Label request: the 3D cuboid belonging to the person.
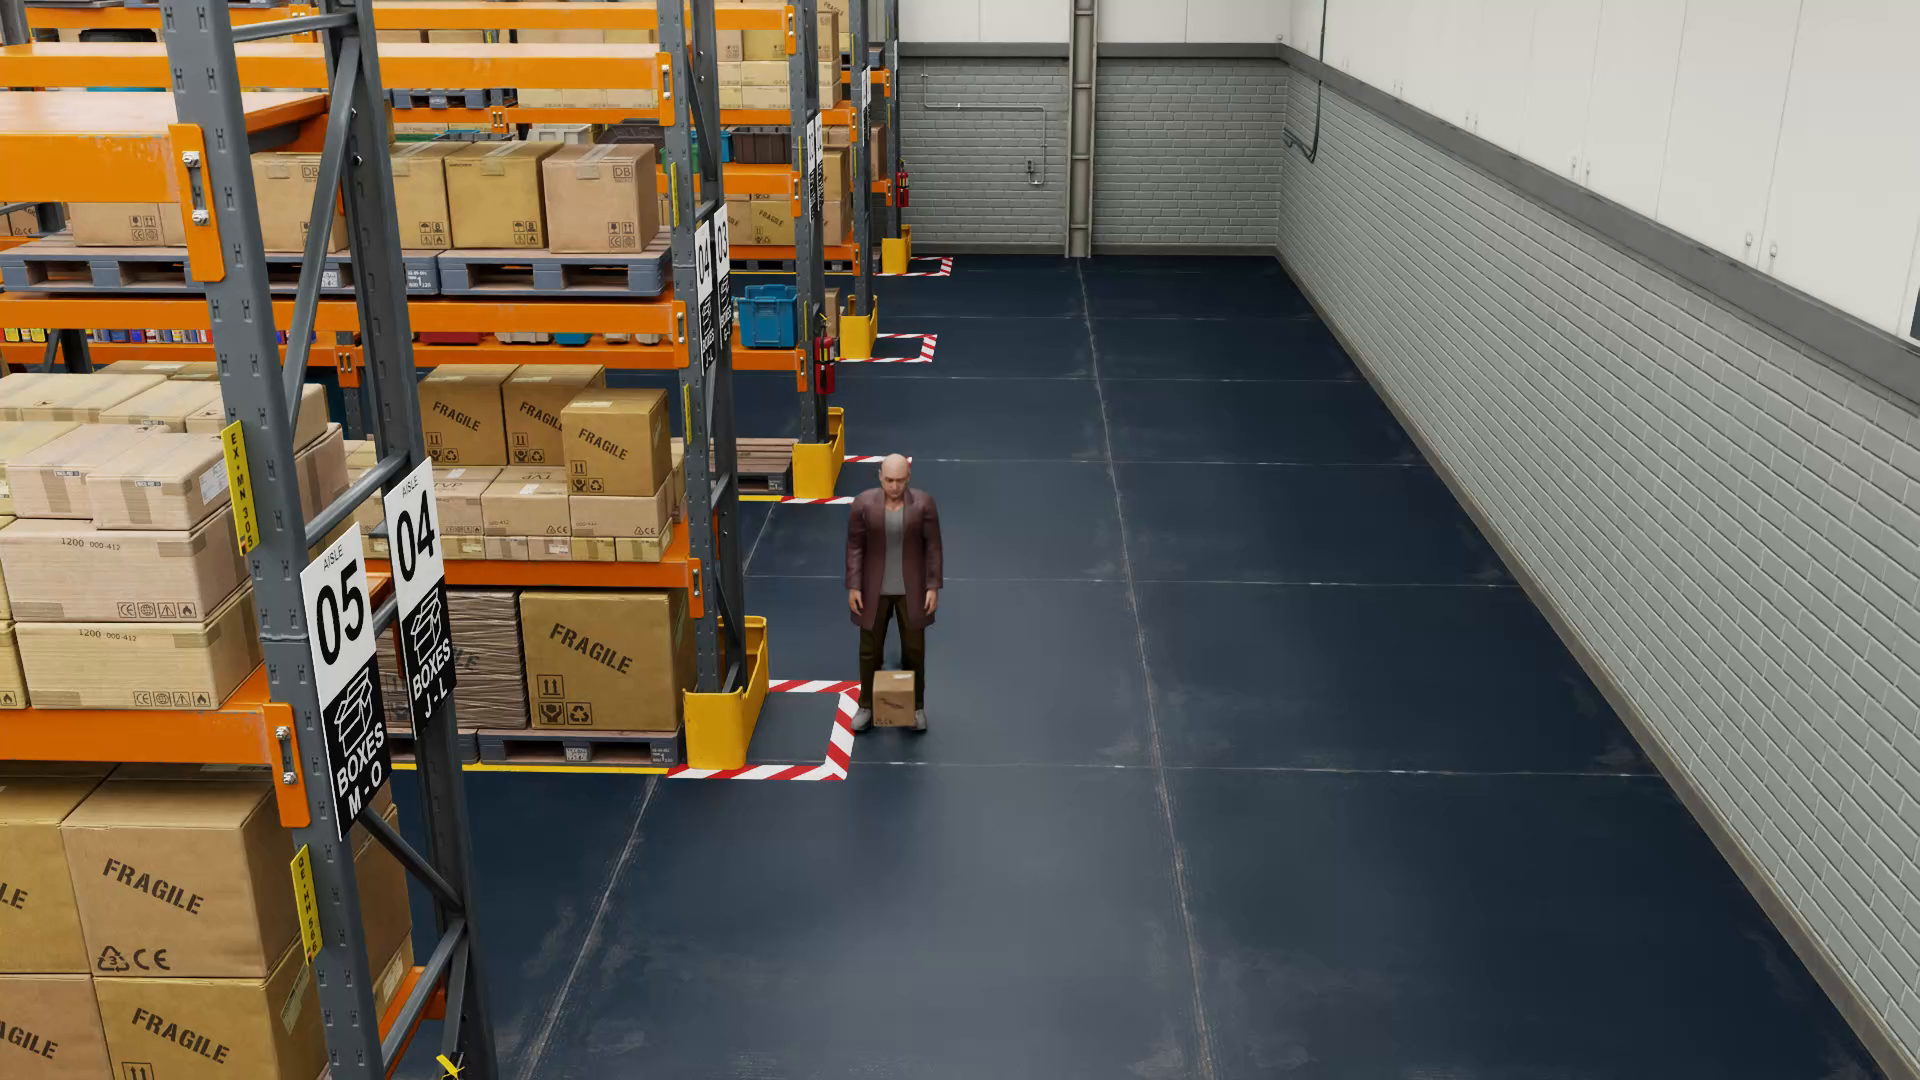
[{"bbox_3d":[-0.407,0.310,10.268,0.607,1.775,0.425,0,20,0],"label":"person"}]
